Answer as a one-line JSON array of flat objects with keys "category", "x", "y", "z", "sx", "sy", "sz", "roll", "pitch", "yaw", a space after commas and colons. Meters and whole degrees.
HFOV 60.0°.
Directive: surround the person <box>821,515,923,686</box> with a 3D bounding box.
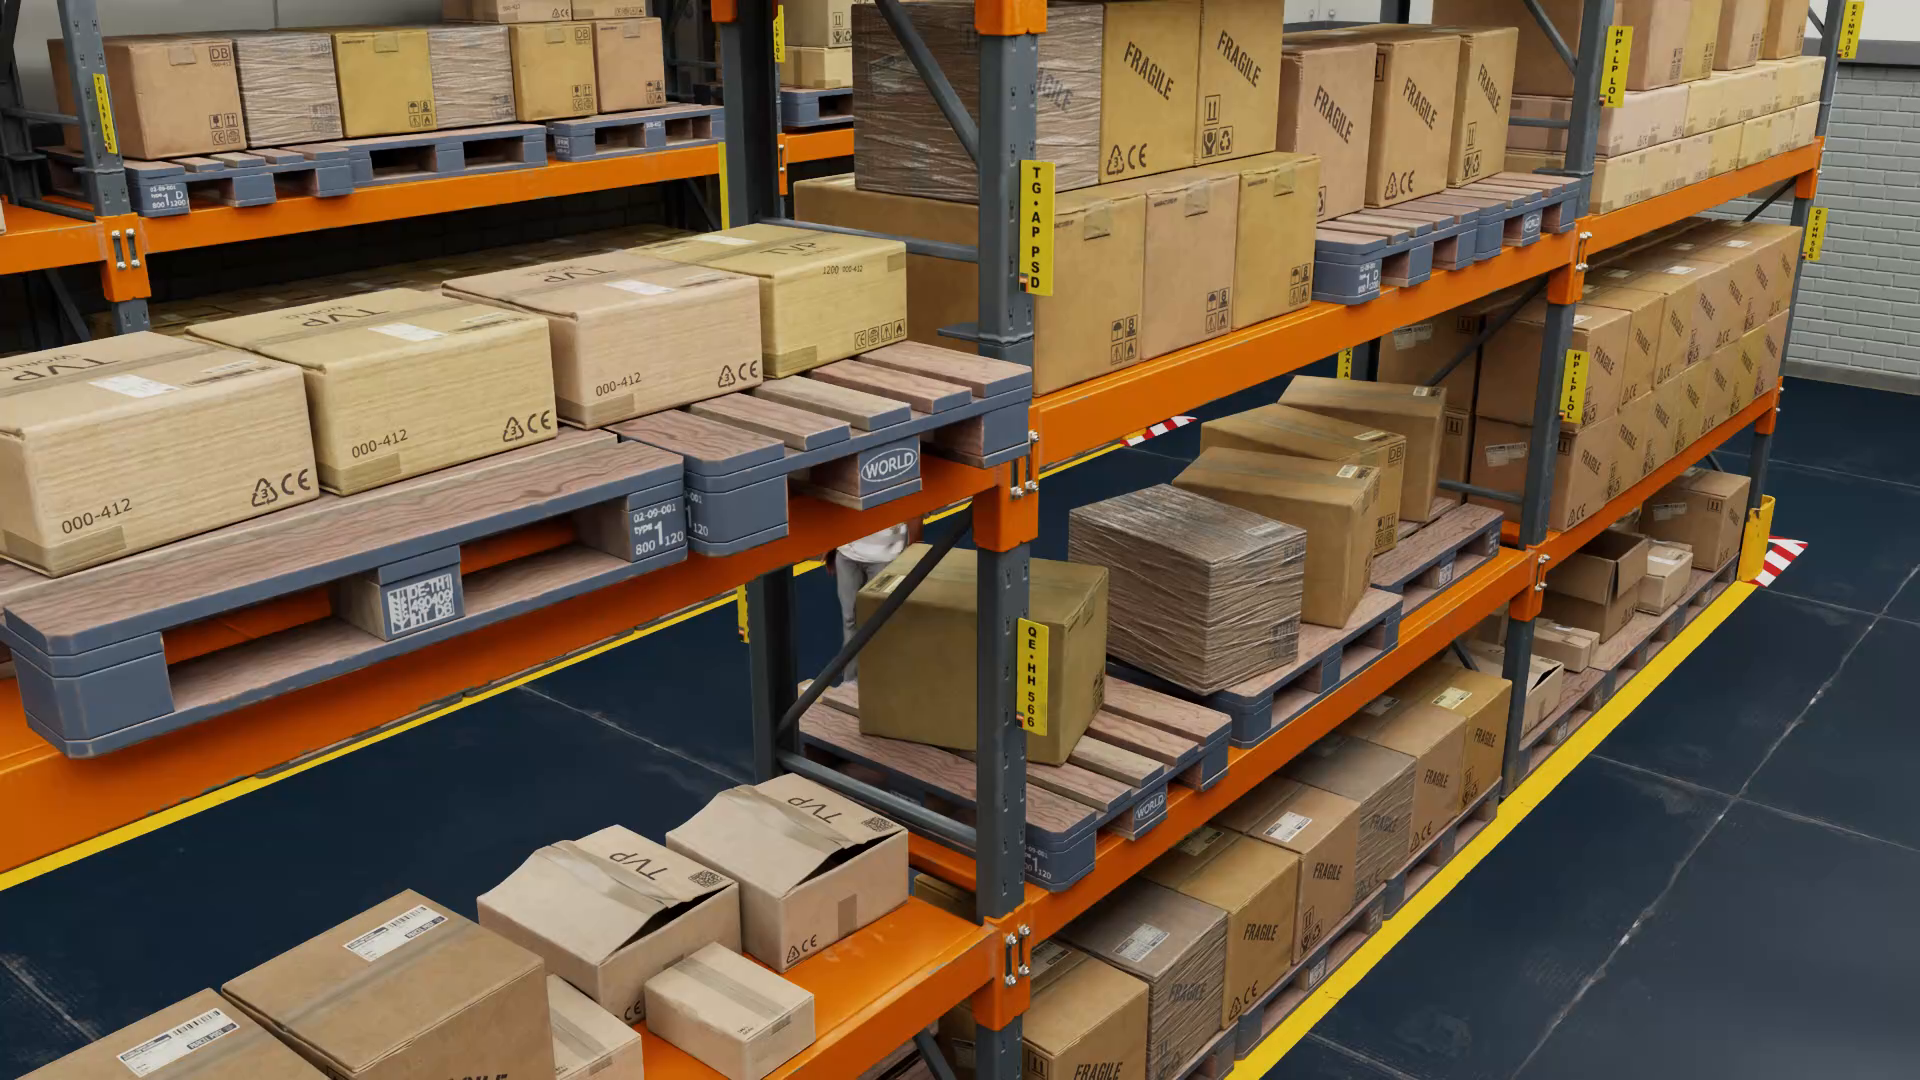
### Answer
[{"category": "person", "x": -0.480, "y": 0.074, "z": 8.835, "sx": 0.589, "sy": 1.778, "sz": 0.616, "roll": 16, "pitch": 25, "yaw": 37}]
